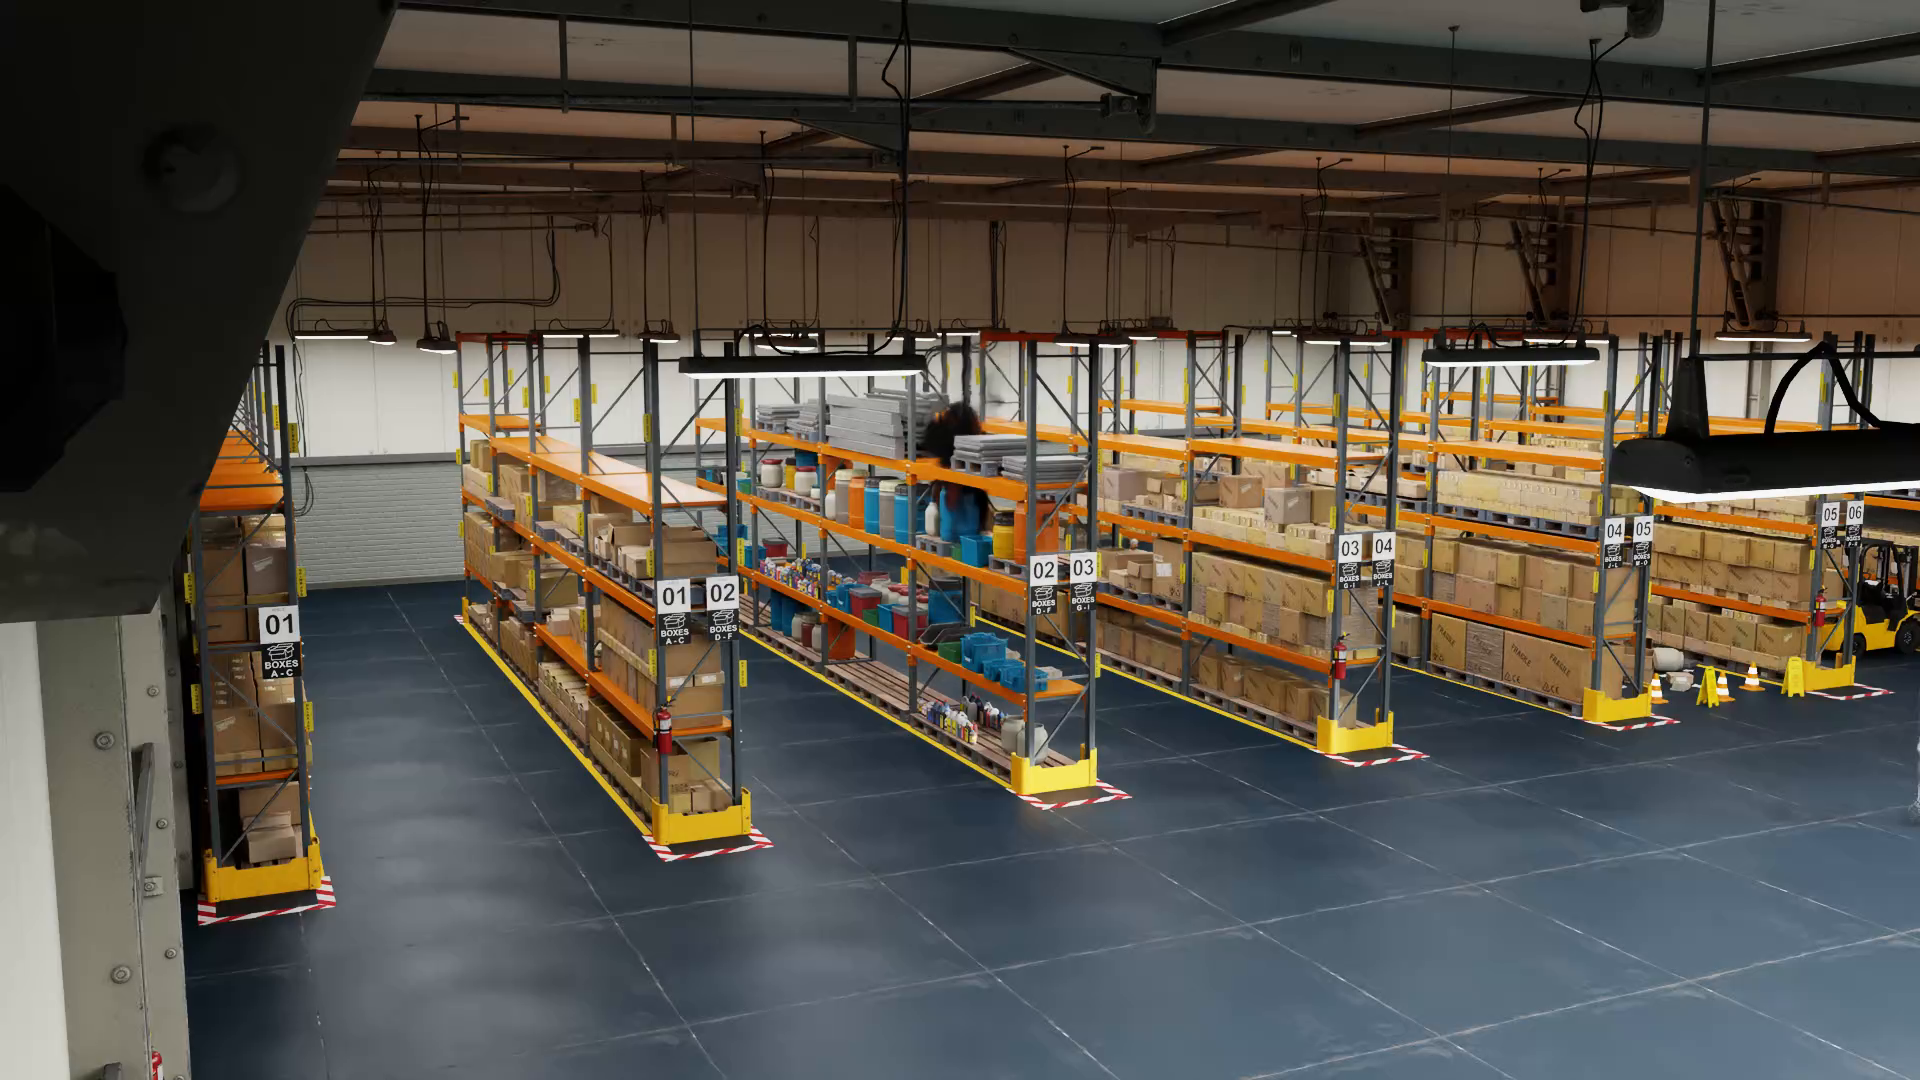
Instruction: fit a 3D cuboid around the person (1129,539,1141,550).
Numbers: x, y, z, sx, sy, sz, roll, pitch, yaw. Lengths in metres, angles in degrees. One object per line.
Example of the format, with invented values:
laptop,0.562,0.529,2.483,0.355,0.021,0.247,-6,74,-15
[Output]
person,3.641,0.793,35.105,0.611,1.672,0.774,-4,9,-30
